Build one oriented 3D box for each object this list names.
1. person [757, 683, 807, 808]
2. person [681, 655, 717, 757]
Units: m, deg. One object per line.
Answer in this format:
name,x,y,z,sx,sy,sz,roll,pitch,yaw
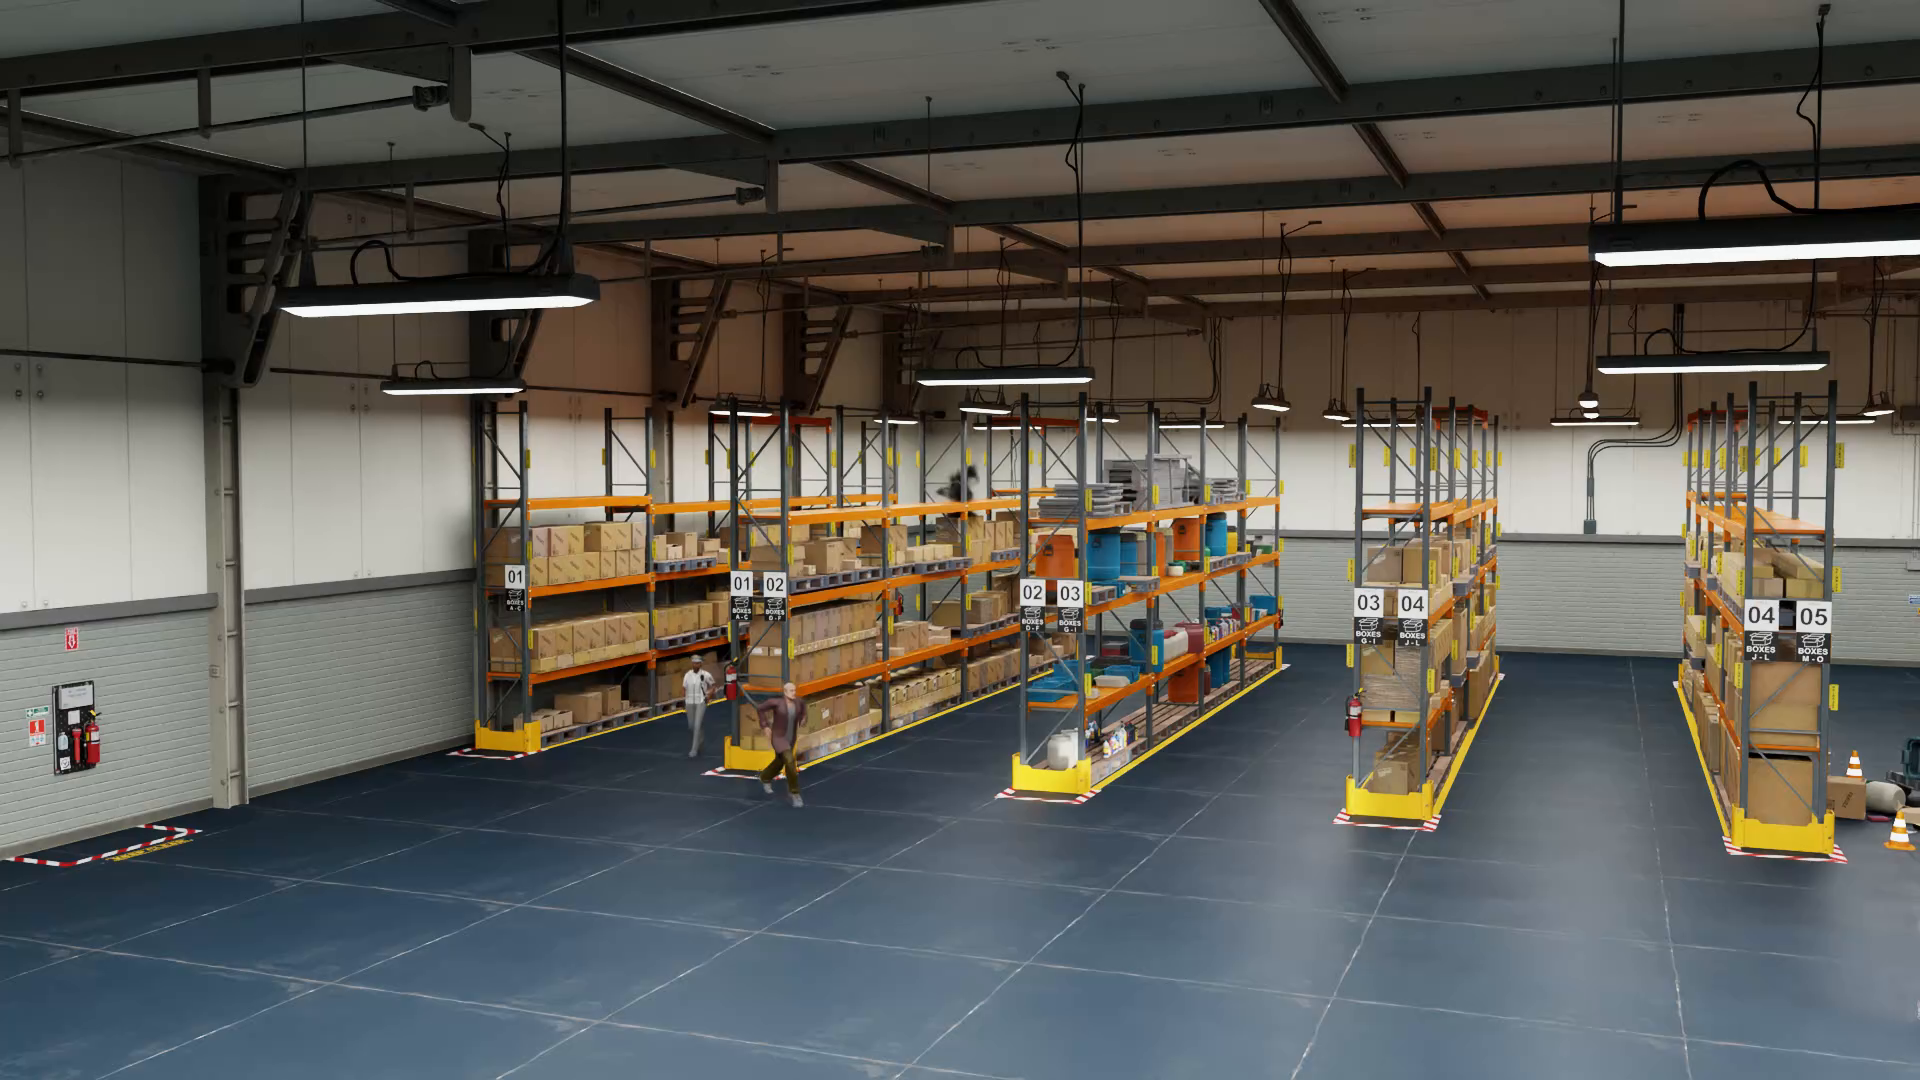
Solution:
person,-2.613,2.952,24.282,0.706,1.797,1.123,-3,4,-45
person,-4.461,2.788,28.276,0.579,1.692,0.851,0,3,9
